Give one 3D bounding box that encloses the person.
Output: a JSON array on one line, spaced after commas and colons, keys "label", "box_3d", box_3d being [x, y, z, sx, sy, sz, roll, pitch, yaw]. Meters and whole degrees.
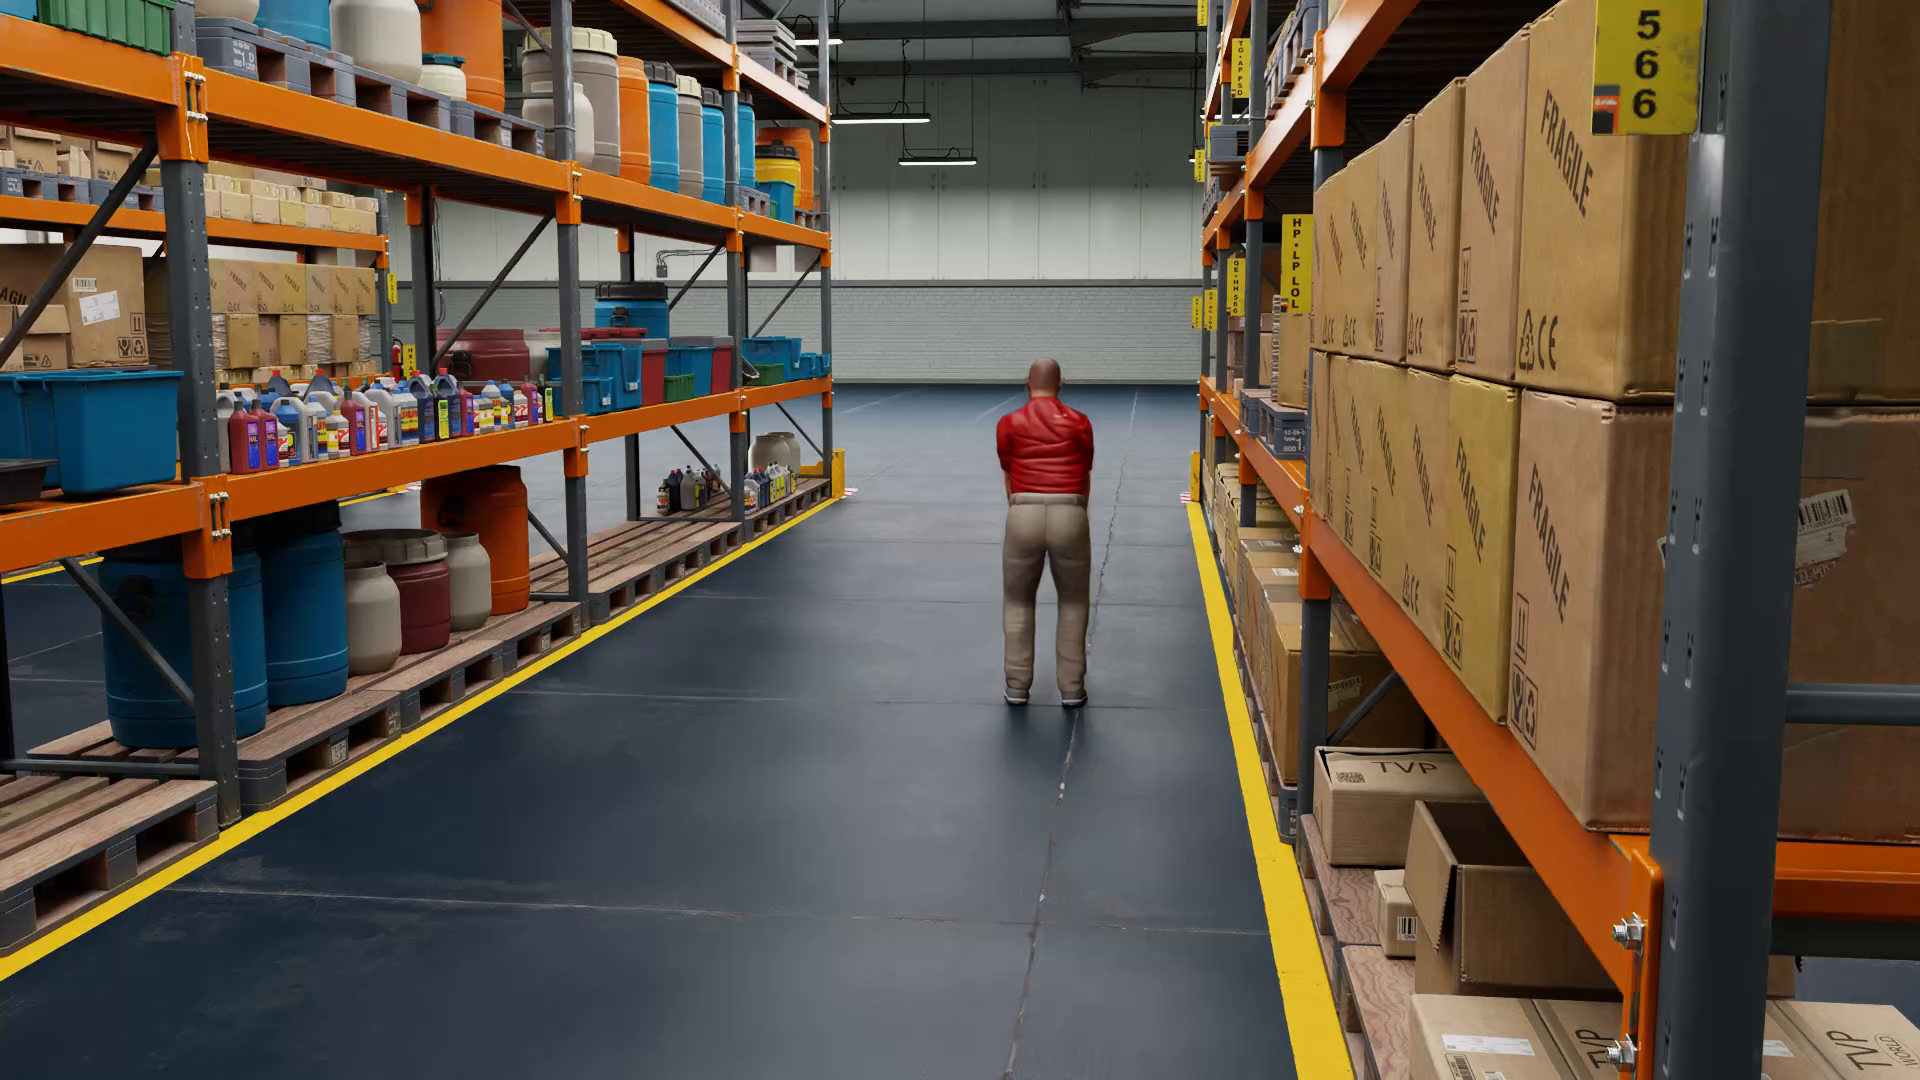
[{"label": "person", "box_3d": [0.423, -0.051, 8.300, 0.486, 1.720, 0.564, 1, 8, 6]}]
